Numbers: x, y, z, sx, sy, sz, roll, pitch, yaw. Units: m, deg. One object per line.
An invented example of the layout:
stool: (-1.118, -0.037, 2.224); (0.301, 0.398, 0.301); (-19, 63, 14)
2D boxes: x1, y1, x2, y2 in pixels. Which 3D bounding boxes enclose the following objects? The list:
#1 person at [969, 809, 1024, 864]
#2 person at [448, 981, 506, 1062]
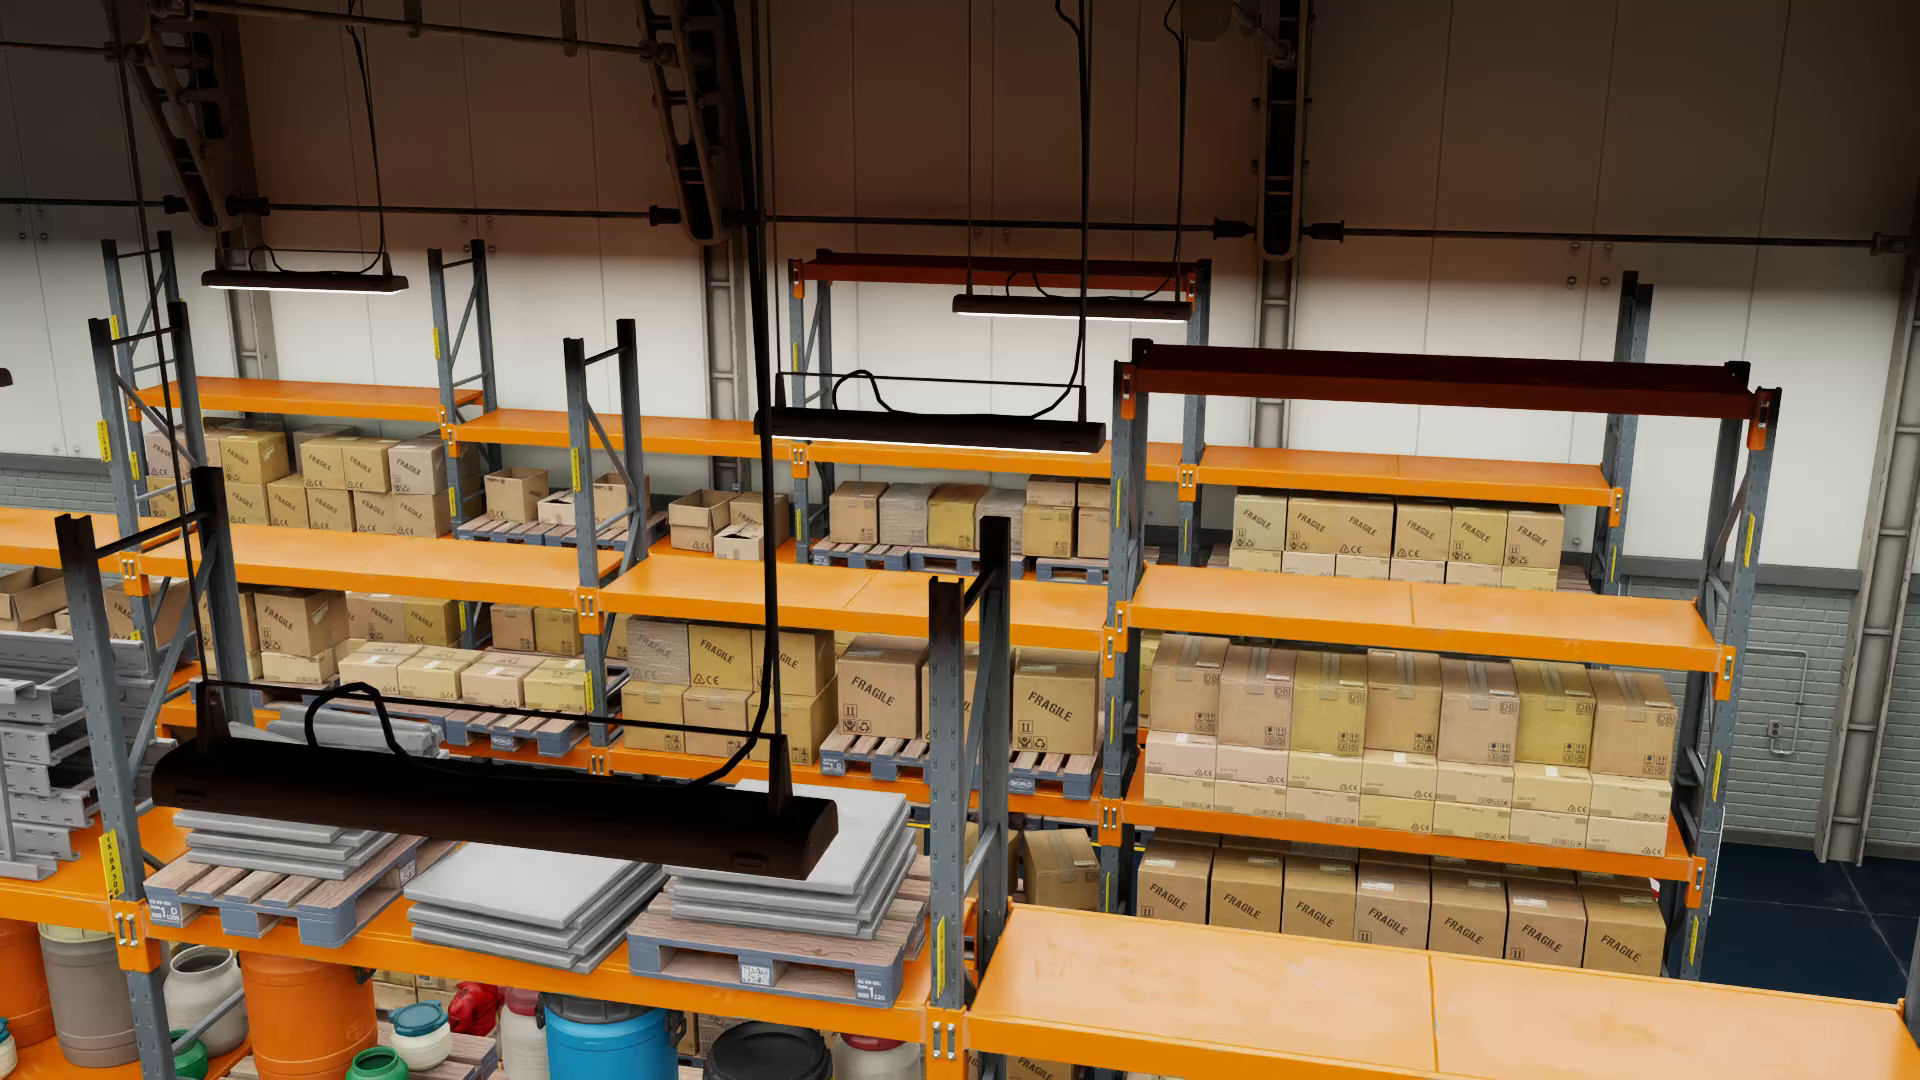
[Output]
person: (0.517, 2.588, 15.984); (0.948, 1.689, 0.511); (3, 17, 10)
person: (-3.595, 3.815, 12.320); (0.657, 1.766, 0.598); (4, 17, 15)
